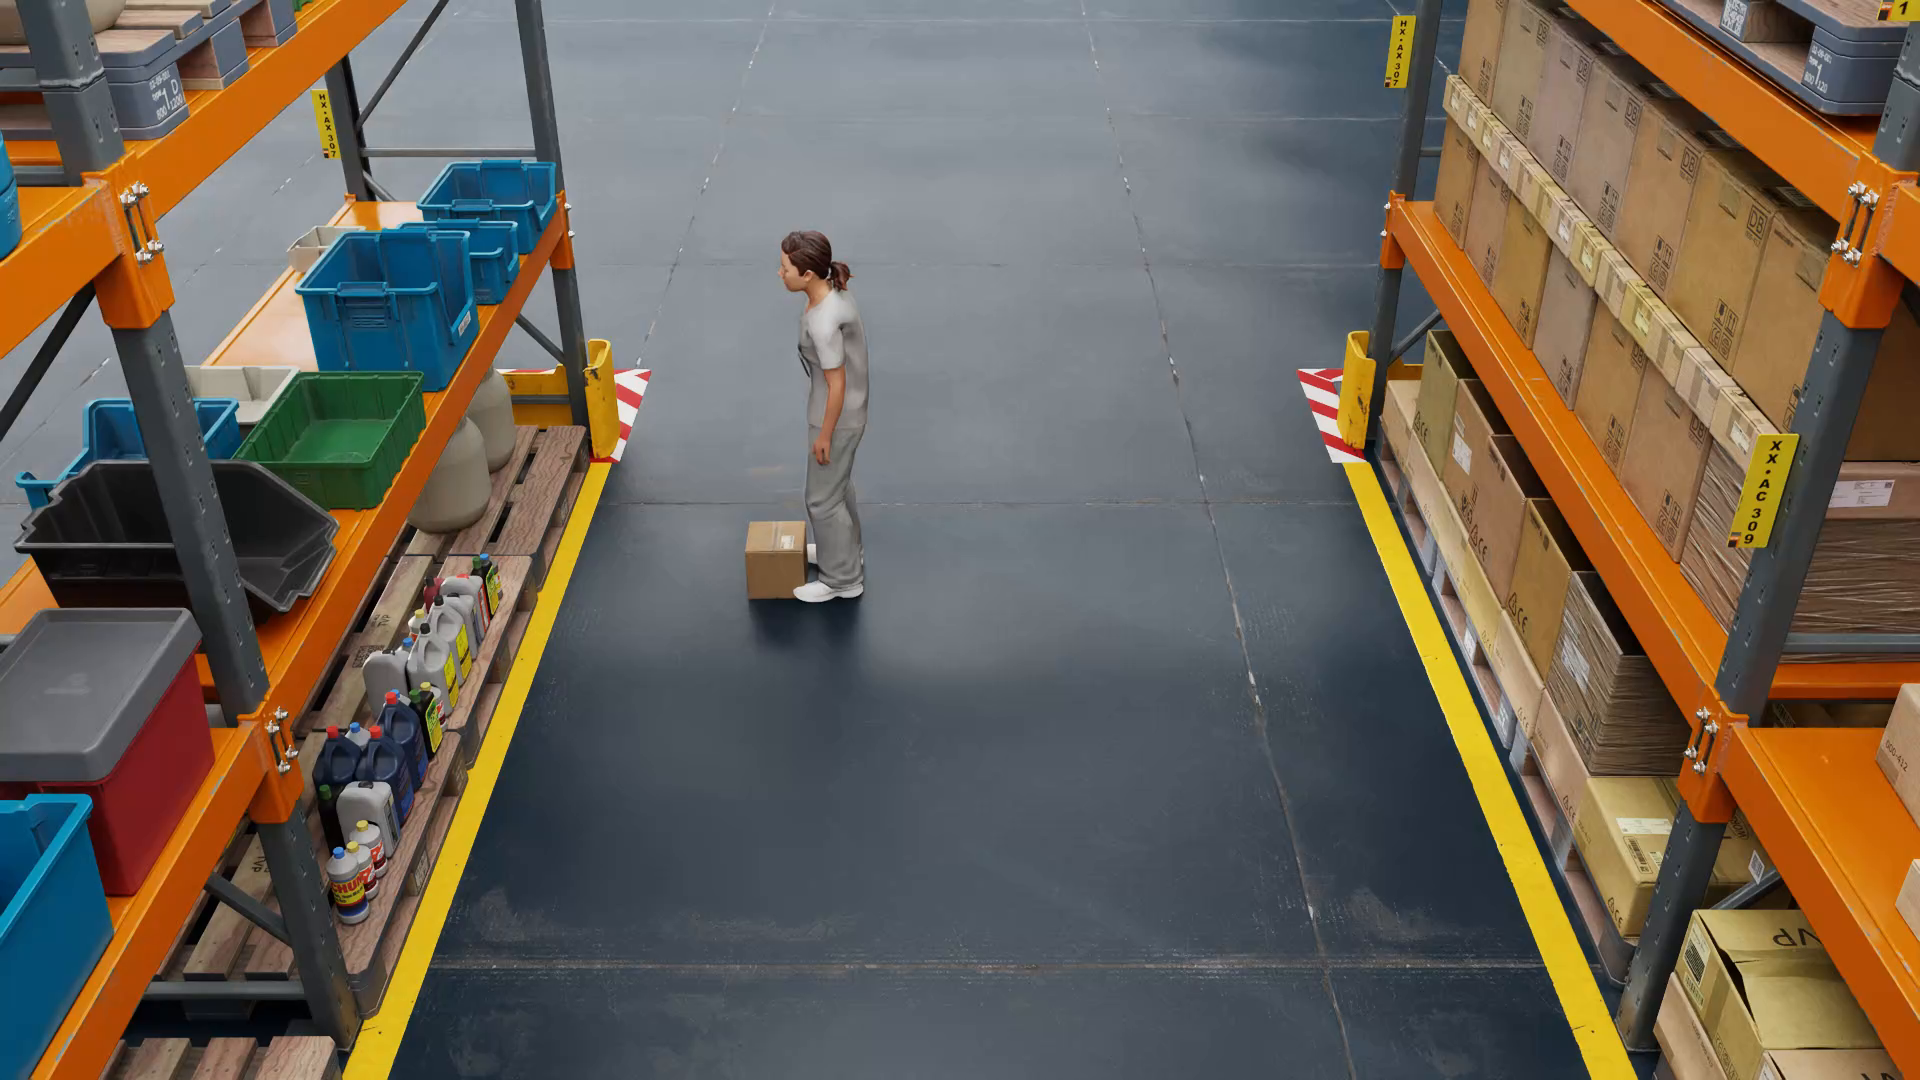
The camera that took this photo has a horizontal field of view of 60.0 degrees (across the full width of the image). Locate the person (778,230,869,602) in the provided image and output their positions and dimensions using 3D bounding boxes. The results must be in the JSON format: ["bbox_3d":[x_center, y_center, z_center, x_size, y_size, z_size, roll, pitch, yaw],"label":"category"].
[{"bbox_3d":[-0.559,-0.521,6.982,0.363,1.671,0.514,-2,32,-3],"label":"person"}]
